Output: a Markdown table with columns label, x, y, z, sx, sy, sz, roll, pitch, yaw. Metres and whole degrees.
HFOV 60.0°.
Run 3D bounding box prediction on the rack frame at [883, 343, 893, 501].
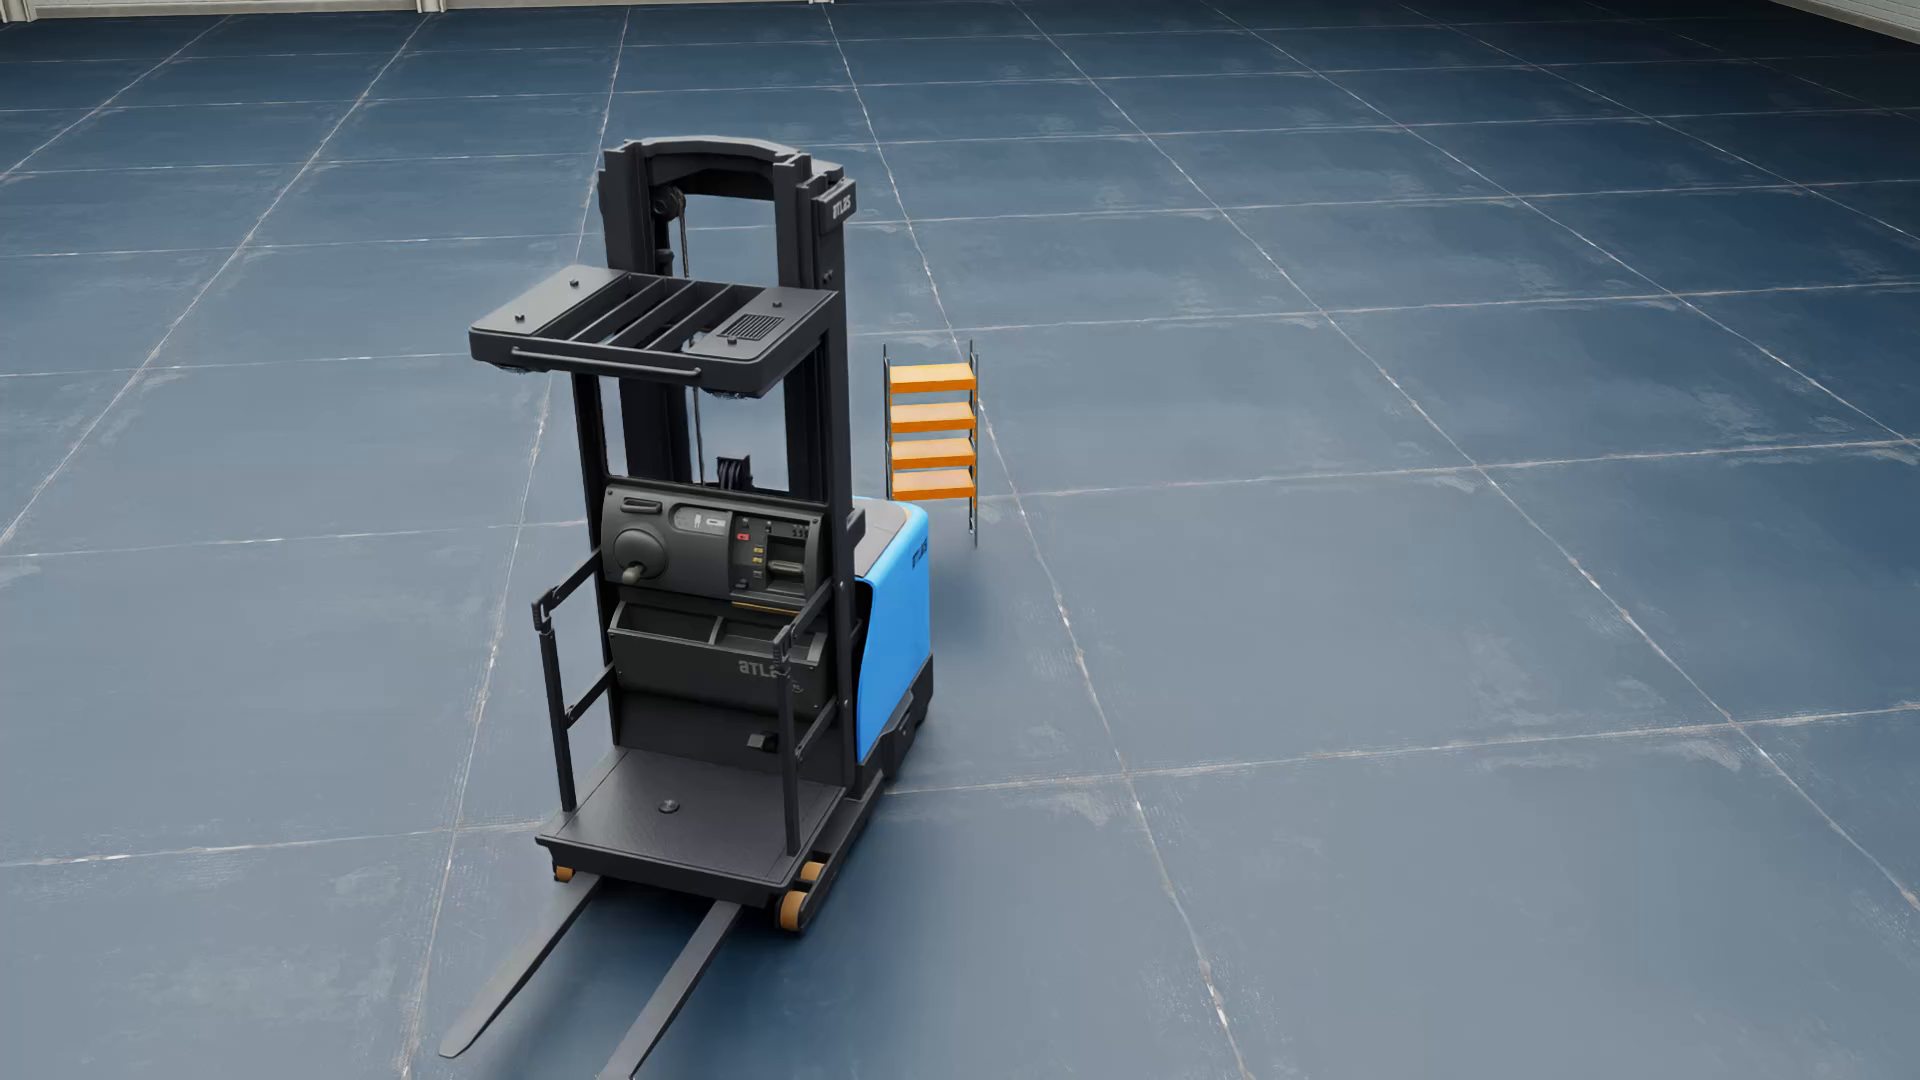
| label | x | y | z | sx | sy | sz | roll | pitch | yaw |
| --- | --- | --- | --- | --- | --- | --- | --- | --- | --- |
| rack frame | -0.406 | -0.508 | 9.425 | 0.015 | 1.200 | 0.240 | -4 | 27 | -7 |

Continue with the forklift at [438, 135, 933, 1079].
| label | x | y | z | sx | sy | sz | roll | pitch | yaw |
| --- | --- | --- | --- | --- | --- | --- | --- | --- | --- |
| forklift | -1.051 | 0.066 | 6.410 | 1.130 | 2.935 | 3.031 | 8 | 28 | 15 |

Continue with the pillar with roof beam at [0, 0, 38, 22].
| label | x | y | z | sx | sy | sz | roll | pitch | yaw |
| --- | --- | --- | --- | --- | --- | --- | --- | --- | --- |
| pillar with roof beam | -13.490 | -9.854 | 19.098 | 0.400 | 9.000 | 9.100 | -4 | 27 | -7 |

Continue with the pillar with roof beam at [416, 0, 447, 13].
| label | x | y | z | sx | sy | sz | roll | pitch | yaw |
| --- | --- | --- | --- | --- | --- | --- | --- | --- | --- |
| pillar with roof beam | -7.548 | -10.236 | 19.842 | 0.400 | 9.000 | 9.100 | -4 | 27 | -7 |

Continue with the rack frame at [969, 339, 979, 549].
| label | x | y | z | sx | sy | sz | roll | pitch | yaw |
| --- | --- | --- | --- | --- | --- | --- | --- | --- | --- |
| rack frame | 0.078 | -0.539 | 9.486 | 0.015 | 1.200 | 0.240 | -4 | 27 | -7 |

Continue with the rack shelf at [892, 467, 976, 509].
| label | x | y | z | sx | sy | sz | roll | pitch | yaw |
| --- | --- | --- | --- | --- | --- | --- | --- | --- | --- |
| rack shelf | -0.164 | -0.287 | 9.577 | 0.480 | 0.148 | 0.258 | -4 | 27 | -7 |

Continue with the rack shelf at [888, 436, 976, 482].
| label | x | y | z | sx | sy | sz | roll | pitch | yaw |
| --- | --- | --- | --- | --- | --- | --- | --- | --- | --- |
| rack shelf | -0.164 | -0.463 | 9.486 | 0.480 | 0.148 | 0.258 | -4 | 27 | -7 |

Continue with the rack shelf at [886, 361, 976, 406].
| label | x | y | z | sx | sy | sz | roll | pitch | yaw |
| --- | --- | --- | --- | --- | --- | --- | --- | --- | --- |
| rack shelf | -0.164 | -0.873 | 9.276 | 0.480 | 0.148 | 0.258 | -4 | 27 | -7 |

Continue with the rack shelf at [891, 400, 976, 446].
| label | x | y | z | sx | sy | sz | roll | pitch | yaw |
| --- | --- | --- | --- | --- | --- | --- | --- | --- | --- |
| rack shelf | -0.164 | -0.662 | 9.384 | 0.480 | 0.148 | 0.258 | -4 | 27 | -7 |

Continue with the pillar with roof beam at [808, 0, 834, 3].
| label | x | y | z | sx | sy | sz | roll | pitch | yaw |
| --- | --- | --- | --- | --- | --- | --- | --- | --- | --- |
| pillar with roof beam | -1.607 | -10.617 | 20.585 | 0.400 | 9.000 | 9.100 | -4 | 27 | -7 |

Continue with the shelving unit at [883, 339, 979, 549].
| label | x | y | z | sx | sy | sz | roll | pitch | yaw |
| --- | --- | --- | --- | --- | --- | --- | --- | --- | --- |
| shelving unit | -0.164 | -0.523 | 9.456 | 0.503 | 1.200 | 0.258 | -4 | 27 | -7 |
